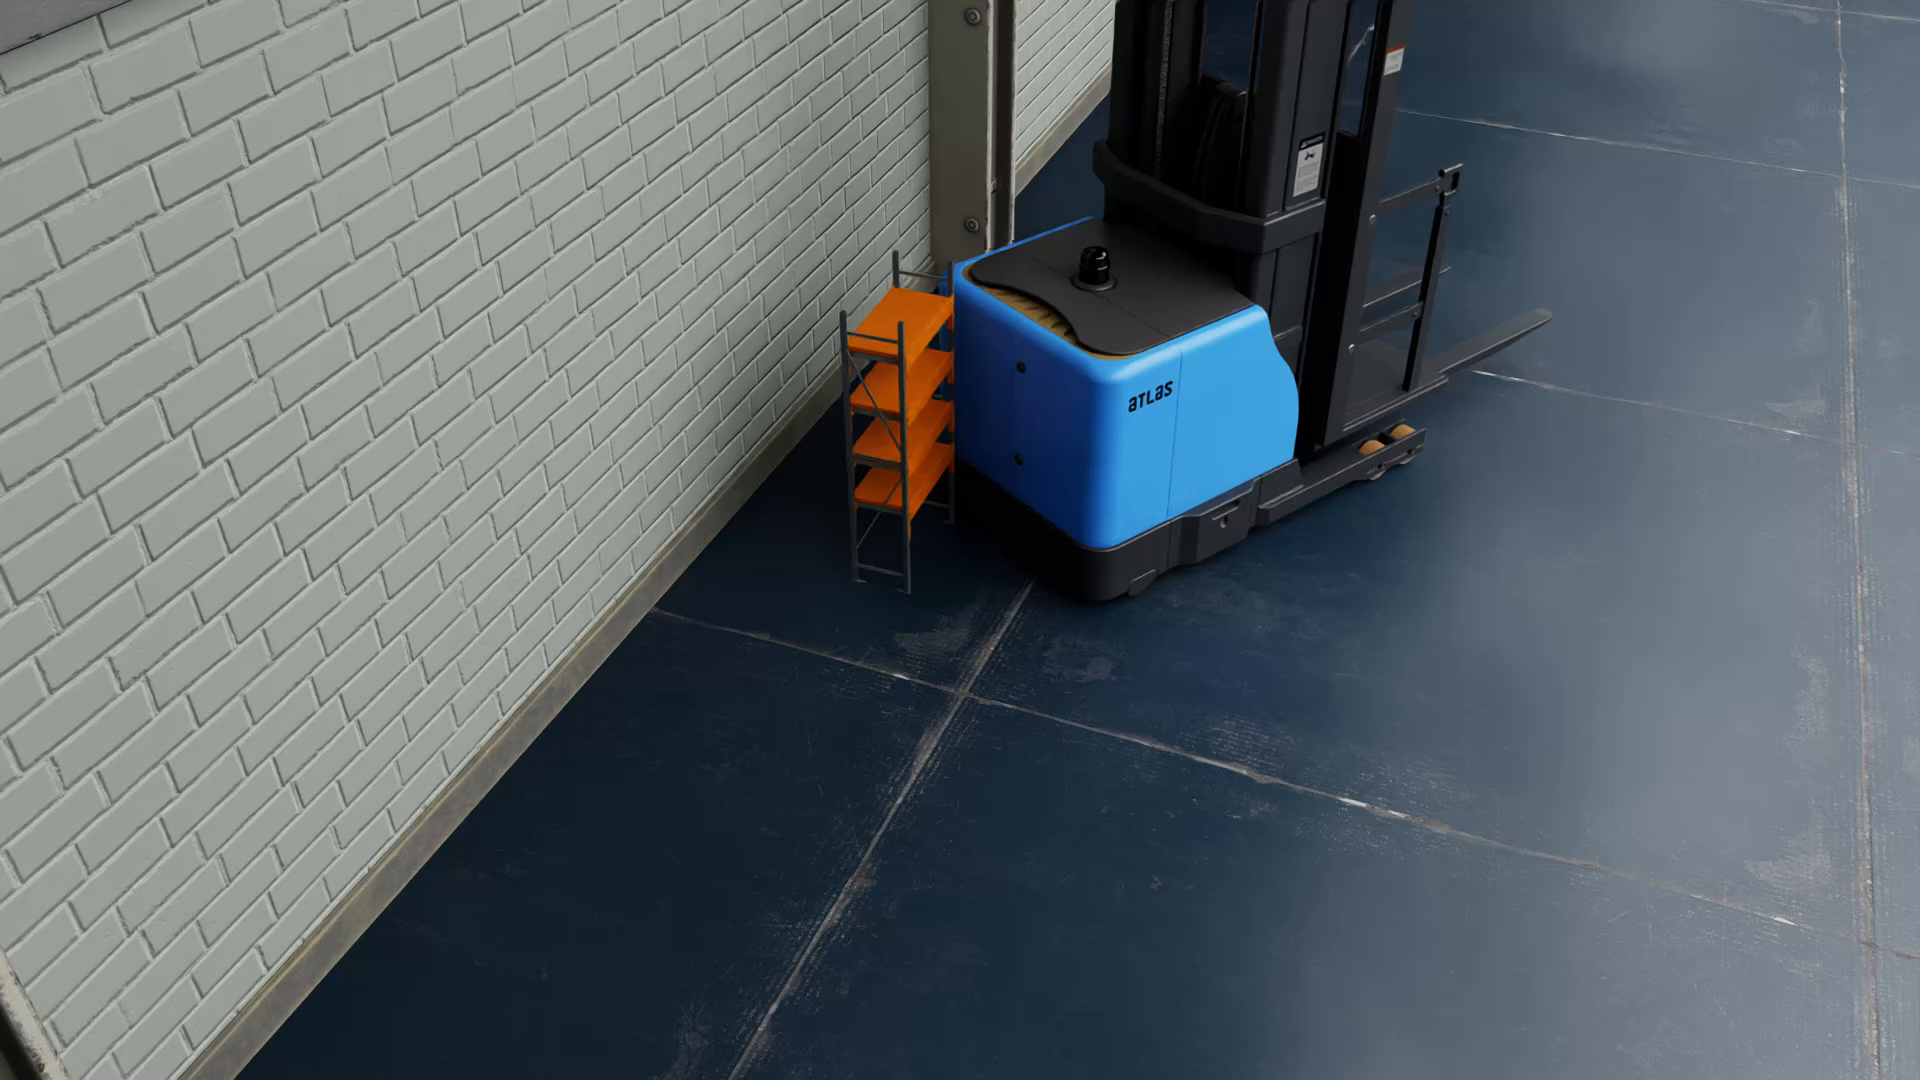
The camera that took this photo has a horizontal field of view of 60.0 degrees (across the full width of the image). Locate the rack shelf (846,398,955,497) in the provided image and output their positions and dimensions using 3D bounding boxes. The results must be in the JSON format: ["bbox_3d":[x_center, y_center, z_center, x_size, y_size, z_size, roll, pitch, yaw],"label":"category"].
[{"bbox_3d":[-0.222,-0.379,6.367,0.258,0.148,0.480,13,39,16],"label":"rack shelf"}]

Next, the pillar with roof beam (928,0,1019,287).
[{"bbox_3d":[4.045,-3.998,4.582,9.100,9.000,0.400,14,39,18],"label":"pillar with roof beam"}]

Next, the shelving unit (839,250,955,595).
[{"bbox_3d":[-0.222,-0.433,6.327,0.258,1.200,0.503,13,39,16],"label":"shelving unit"}]

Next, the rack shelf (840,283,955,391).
[{"bbox_3d":[-0.222,-0.748,6.092,0.258,0.148,0.480,13,39,16],"label":"rack shelf"}]

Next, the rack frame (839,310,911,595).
[{"bbox_3d":[-0.307,-0.296,6.144,0.240,1.200,0.015,13,39,16],"label":"rack frame"}]

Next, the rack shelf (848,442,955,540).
[{"bbox_3d":[-0.222,-0.220,6.486,0.258,0.148,0.480,13,39,16],"label":"rack shelf"}]

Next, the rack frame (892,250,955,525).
[{"bbox_3d":[-0.137,-0.570,6.510,0.240,1.200,0.015,13,39,16],"label":"rack frame"}]

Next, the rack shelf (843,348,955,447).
[{"bbox_3d":[-0.222,-0.558,6.234,0.258,0.148,0.480,13,39,16],"label":"rack shelf"}]

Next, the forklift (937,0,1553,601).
[{"bbox_3d":[1.382,-1.659,6.521,3.031,2.935,1.130,-25,43,-29],"label":"forklift"}]
